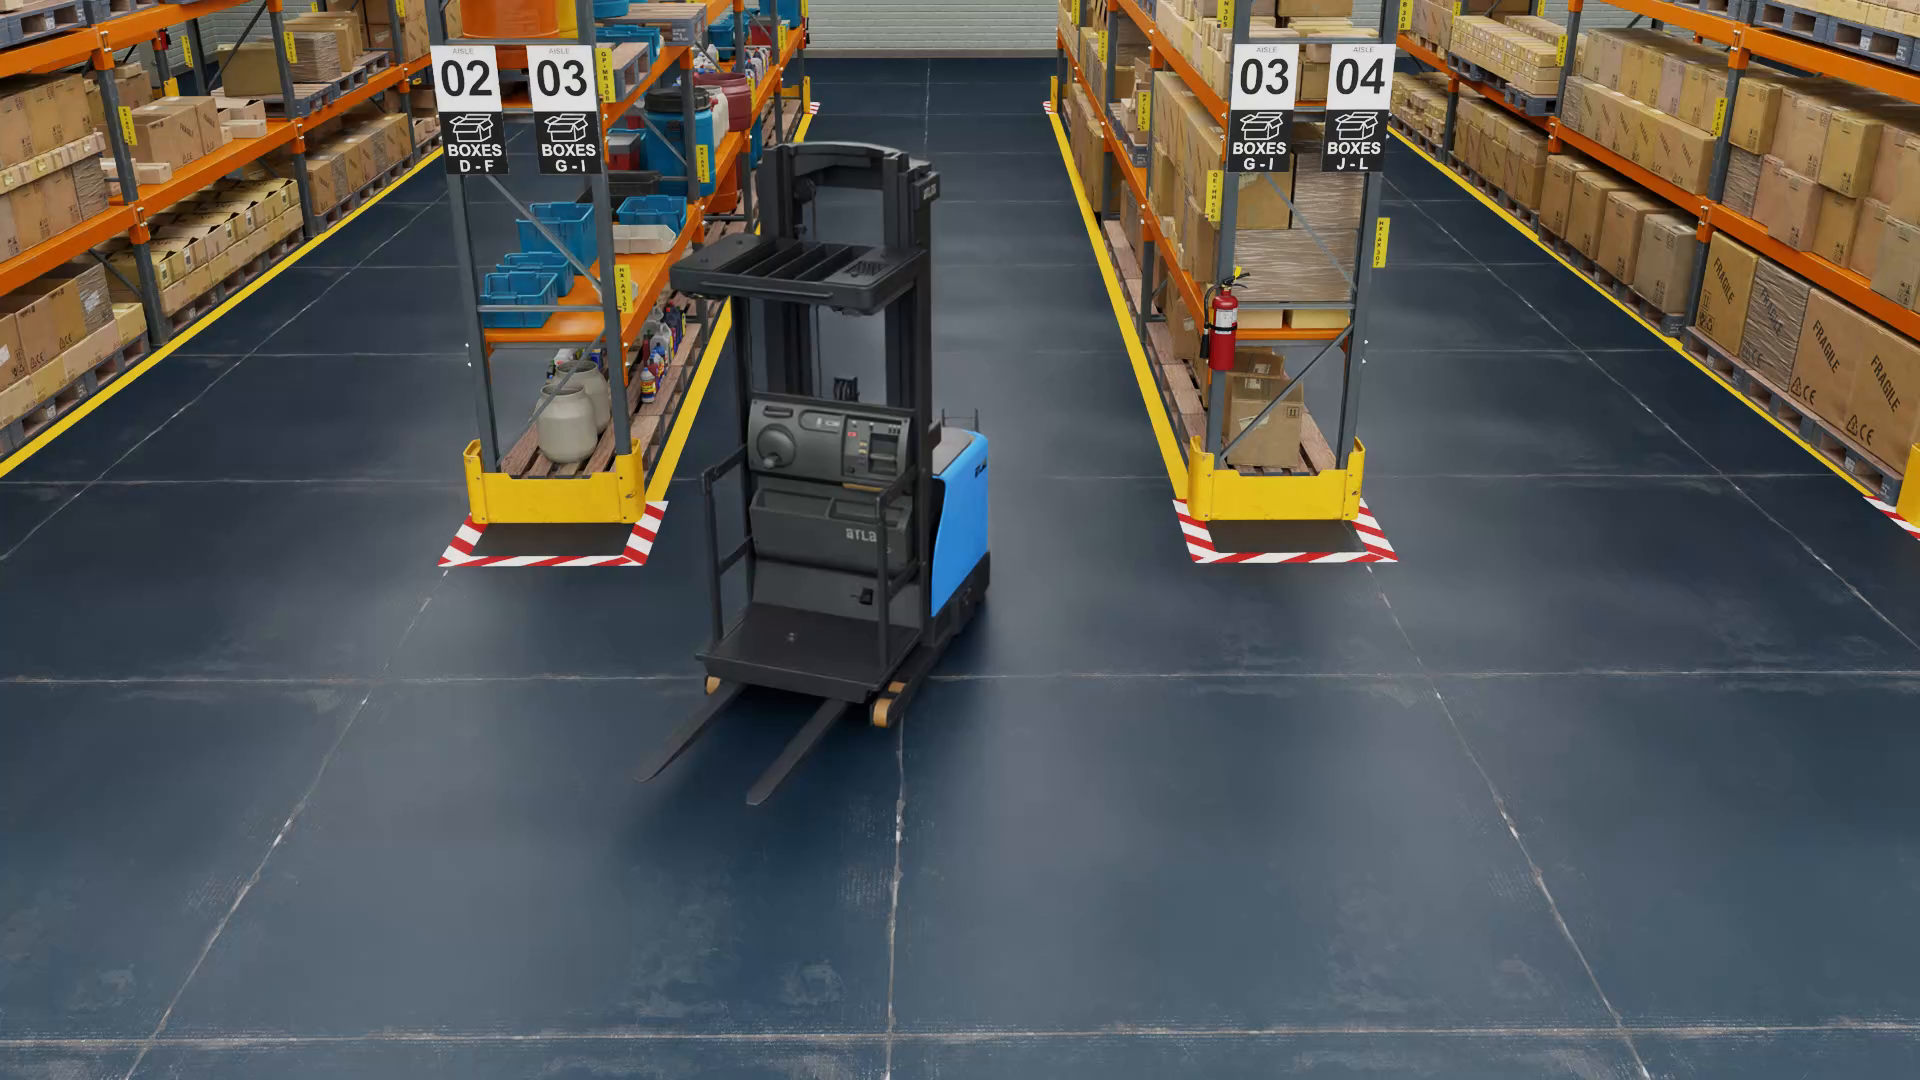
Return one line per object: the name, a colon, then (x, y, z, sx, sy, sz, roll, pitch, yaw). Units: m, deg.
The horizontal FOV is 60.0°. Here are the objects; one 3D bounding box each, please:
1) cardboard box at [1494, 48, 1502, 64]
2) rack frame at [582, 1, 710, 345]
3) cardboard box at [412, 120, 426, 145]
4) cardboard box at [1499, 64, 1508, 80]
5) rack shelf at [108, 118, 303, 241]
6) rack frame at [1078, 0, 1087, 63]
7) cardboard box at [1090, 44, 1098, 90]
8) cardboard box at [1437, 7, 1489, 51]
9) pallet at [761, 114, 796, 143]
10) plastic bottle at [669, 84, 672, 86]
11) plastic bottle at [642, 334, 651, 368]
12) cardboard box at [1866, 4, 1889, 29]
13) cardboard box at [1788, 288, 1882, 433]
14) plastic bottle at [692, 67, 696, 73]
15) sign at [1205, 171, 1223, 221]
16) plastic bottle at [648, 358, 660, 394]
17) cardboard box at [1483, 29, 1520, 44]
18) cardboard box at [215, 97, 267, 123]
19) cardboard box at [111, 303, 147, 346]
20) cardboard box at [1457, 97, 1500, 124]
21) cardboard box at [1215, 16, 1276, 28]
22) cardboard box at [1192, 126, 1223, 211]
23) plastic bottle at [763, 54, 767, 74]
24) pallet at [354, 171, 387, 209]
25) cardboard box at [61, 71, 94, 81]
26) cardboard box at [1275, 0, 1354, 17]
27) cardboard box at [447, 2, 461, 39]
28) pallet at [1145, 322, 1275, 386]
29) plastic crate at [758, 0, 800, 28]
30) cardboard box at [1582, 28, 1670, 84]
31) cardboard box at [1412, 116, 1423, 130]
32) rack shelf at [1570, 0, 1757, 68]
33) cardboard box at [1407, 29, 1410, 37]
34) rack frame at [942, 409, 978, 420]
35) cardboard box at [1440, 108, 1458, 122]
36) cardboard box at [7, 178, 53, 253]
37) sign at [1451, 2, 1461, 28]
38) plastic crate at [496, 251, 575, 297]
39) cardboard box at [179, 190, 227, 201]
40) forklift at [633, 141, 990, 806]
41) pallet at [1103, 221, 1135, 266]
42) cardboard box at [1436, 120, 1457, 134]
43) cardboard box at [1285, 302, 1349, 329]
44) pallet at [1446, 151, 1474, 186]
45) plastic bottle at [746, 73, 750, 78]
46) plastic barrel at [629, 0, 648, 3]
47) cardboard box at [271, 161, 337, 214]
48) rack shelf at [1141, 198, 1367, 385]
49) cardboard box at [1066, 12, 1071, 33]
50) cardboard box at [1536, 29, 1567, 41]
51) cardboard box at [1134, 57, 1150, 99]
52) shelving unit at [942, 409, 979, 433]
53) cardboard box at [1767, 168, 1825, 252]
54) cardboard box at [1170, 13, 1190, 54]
cardboard box: (6.591, -5.765, 19.792, 0.380, 0.149, 0.250, 0, 24, 1)
rack frame: (-2.802, -3.169, 14.616, 1.000, 3.000, 0.127, 0, 24, -1)
cardboard box: (-7.630, -5.594, 22.707, 0.500, 0.311, 0.500, 0, 24, -1)
cardboard box: (6.596, -5.520, 19.610, 0.380, 0.149, 0.250, -1, 24, -3)
rack shelf: (-7.776, -3.644, 16.541, 1.077, 0.370, 4.000, 0, 24, -1)
rack frame: (2.064, -6.488, 21.954, 1.000, 3.000, 0.127, 0, 24, -1)
cardboard box: (1.841, -5.716, 20.127, 0.500, 0.500, 0.500, 0, 24, 0)
cardboard box: (6.737, -6.847, 22.267, 0.500, 0.500, 0.500, 0, 24, 0)
pallet: (-2.952, -6.002, 24.263, 1.003, 0.211, 1.213, 0, 24, -1)
plastic bottle: (-3.279, -5.024, 18.859, 0.061, 0.283, 0.133, 0, 24, -1)
plastic bottle: (-2.609, -1.588, 13.883, 0.061, 0.283, 0.133, 0, 24, -1)
cardboard box: (6.797, -3.777, 11.994, 0.380, 0.149, 0.250, 0, 24, 0)
cardboard box: (7.070, -1.388, 12.748, 0.875, 0.875, 0.875, -1, 24, -1)
plastic bottle: (-3.252, -5.627, 20.112, 0.144, 0.351, 0.185, 0, 24, -1)
sign: (1.640, -2.220, 10.730, 0.100, 0.325, 0.005, 0, 24, -1)
plastic bottle: (-2.450, -1.325, 13.302, 0.061, 0.283, 0.133, 0, 24, 0)
cardboard box: (6.584, -6.119, 20.213, 0.380, 0.149, 0.250, 1, 24, 1)
cardboard box: (-7.838, -4.606, 17.901, 0.500, 0.311, 0.500, 1, 24, 3)
cardboard box: (-7.531, -1.896, 14.630, 0.500, 0.250, 0.500, 0, 24, -1)
cardboard box: (6.768, -5.557, 21.510, 0.500, 0.250, 0.500, -1, 24, -3)
cardboard box: (1.977, -3.562, 11.543, 0.380, 0.149, 0.250, 0, 24, 0)
cardboard box: (1.930, -2.611, 11.687, 0.500, 0.500, 0.500, 0, 24, -1)
plastic bottle: (-2.557, -6.097, 21.242, 0.152, 0.276, 0.135, 0, 24, -1)
pallet: (-7.779, -4.335, 20.579, 1.003, 0.211, 1.213, 0, 24, -1)
cardboard box: (-12.921, -6.763, 24.300, 0.380, 0.149, 0.250, 0, 24, 0)
cardboard box: (2.449, -3.931, 11.573, 0.500, 0.500, 0.500, 0, 24, -1)
cardboard box: (-7.599, -7.536, 24.150, 0.500, 0.500, 0.500, 0, 24, 0)
pallet: (2.194, -1.644, 14.629, 1.003, 0.211, 1.213, 0, 24, -1)
plastic crate: (-2.742, -8.020, 25.226, 0.616, 0.435, 0.499, 0, 24, -1)
cardboard box: (7.063, -5.136, 17.631, 0.700, 0.500, 0.500, 0, 24, -1)
cardboard box: (6.668, -5.947, 23.709, 0.380, 0.149, 0.250, 0, 24, -1)
rack shelf: (7.090, -5.035, 15.975, 1.077, 0.370, 4.000, 0, 24, -1)
cardboard box: (6.769, -7.433, 24.350, 0.380, 0.149, 0.250, 0, 24, -1)
rack frame: (-0.001, -0.455, 11.165, 0.240, 0.900, 0.006, 0, 24, -1)
cardboard box: (6.760, -5.777, 22.611, 0.380, 0.149, 0.250, 0, 24, 1)
cardboard box: (-7.730, -2.587, 13.208, 0.700, 0.500, 0.500, 0, 24, 0)
sign: (6.482, -6.857, 21.721, 0.100, 0.325, 0.005, 0, 24, -1)
plastic crate: (-3.064, -1.925, 12.047, 0.499, 0.251, 0.408, 0, 24, -1)
cardboard box: (-8.072, -3.557, 17.621, 0.500, 0.311, 0.500, -1, 24, -2)
forklift: (-0.782, -0.504, 8.807, 1.130, 2.935, 3.031, 8, 26, 18)
pallet: (2.115, -3.247, 18.173, 1.003, 0.211, 1.213, 0, 24, -1)
cardboard box: (6.703, -5.624, 22.635, 0.380, 0.149, 0.250, 0, 24, 0)
cardboard box: (2.430, -1.547, 11.335, 0.380, 0.149, 0.250, 0, 24, -1)
pallet: (7.035, -4.877, 21.777, 1.003, 0.211, 1.213, 0, 24, -1)
plastic bottle: (-2.511, -5.367, 19.633, 0.097, 0.271, 0.097, 0, 24, 0)
plastic barrel: (-3.024, -4.972, 14.356, 0.600, 0.901, 0.708, 0, 24, -1)
cardboard box: (-7.517, -4.047, 19.057, 0.500, 0.500, 0.500, 1, 24, 2)
rack shelf: (2.173, -2.039, 12.992, 1.077, 0.370, 4.000, 0, 24, -1)
cardboard box: (1.781, -7.368, 23.721, 0.500, 0.250, 0.500, -1, 24, -2)
cardboard box: (7.238, -6.115, 20.203, 0.380, 0.149, 0.250, -1, 24, -3)
cardboard box: (2.153, -4.854, 17.711, 0.500, 0.500, 0.500, -3, 25, -7)
shelving unit: (0.000, -0.413, 11.072, 0.258, 0.900, 0.210, 0, 24, -1)
cardboard box: (7.045, -2.638, 13.262, 0.875, 0.550, 0.550, 0, 24, -1)
cardboard box: (1.905, -3.880, 12.731, 0.500, 0.250, 0.500, -1, 24, -3)
